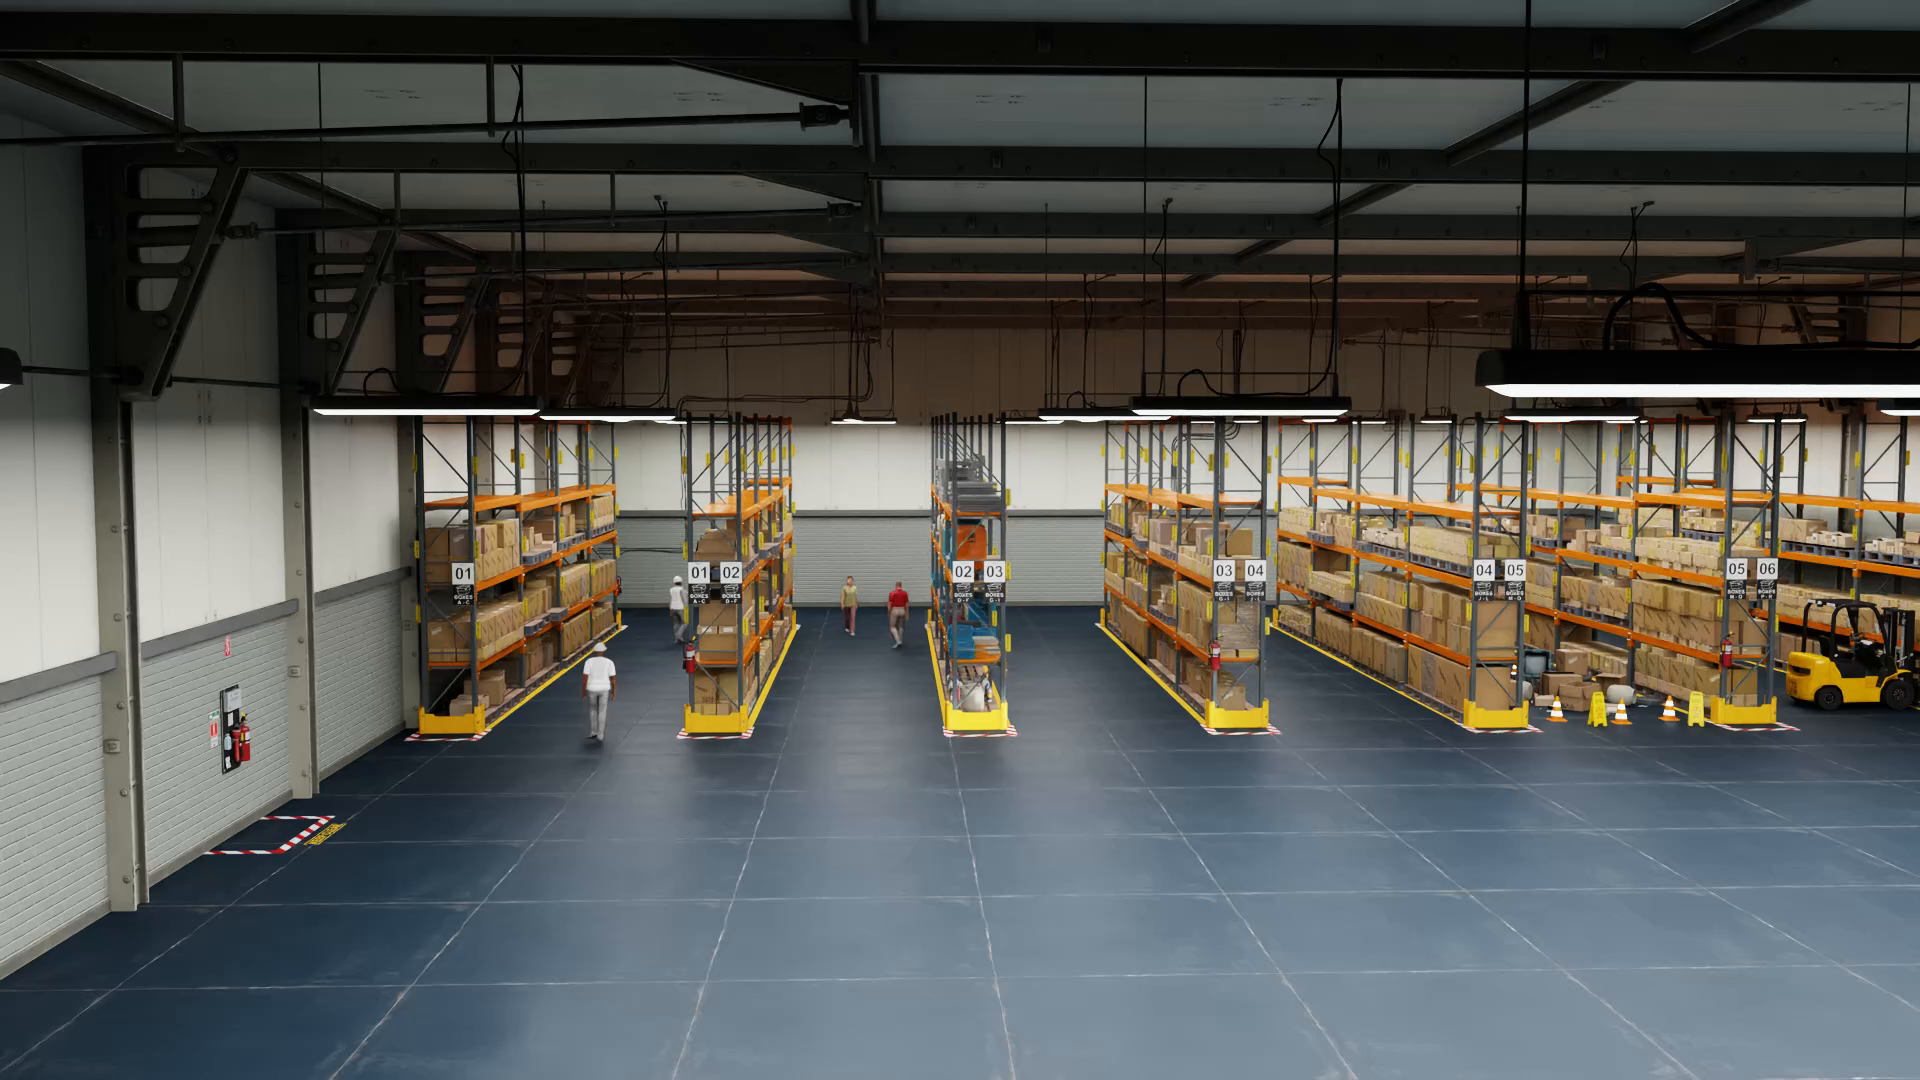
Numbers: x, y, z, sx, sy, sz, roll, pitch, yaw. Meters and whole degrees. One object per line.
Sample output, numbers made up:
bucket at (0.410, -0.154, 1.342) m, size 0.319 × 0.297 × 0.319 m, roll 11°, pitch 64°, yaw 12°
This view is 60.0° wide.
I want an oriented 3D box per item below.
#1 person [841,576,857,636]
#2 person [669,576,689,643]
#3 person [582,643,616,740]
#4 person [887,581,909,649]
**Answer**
person at (-3.047, 1.848, 45.669) m, size 0.466 × 1.512 × 1.082 m, roll 0°, pitch 4°, yaw -5°
person at (-7.478, 1.844, 44.067) m, size 0.565 × 1.776 × 0.486 m, roll 2°, pitch 5°, yaw 33°
person at (-6.616, 2.793, 30.470) m, size 0.619 × 1.809 × 0.602 m, roll -1°, pitch 4°, yaw -10°
person at (-1.594, 1.947, 43.021) m, size 0.587 × 1.776 × 0.515 m, roll -2°, pitch 4°, yaw -23°
